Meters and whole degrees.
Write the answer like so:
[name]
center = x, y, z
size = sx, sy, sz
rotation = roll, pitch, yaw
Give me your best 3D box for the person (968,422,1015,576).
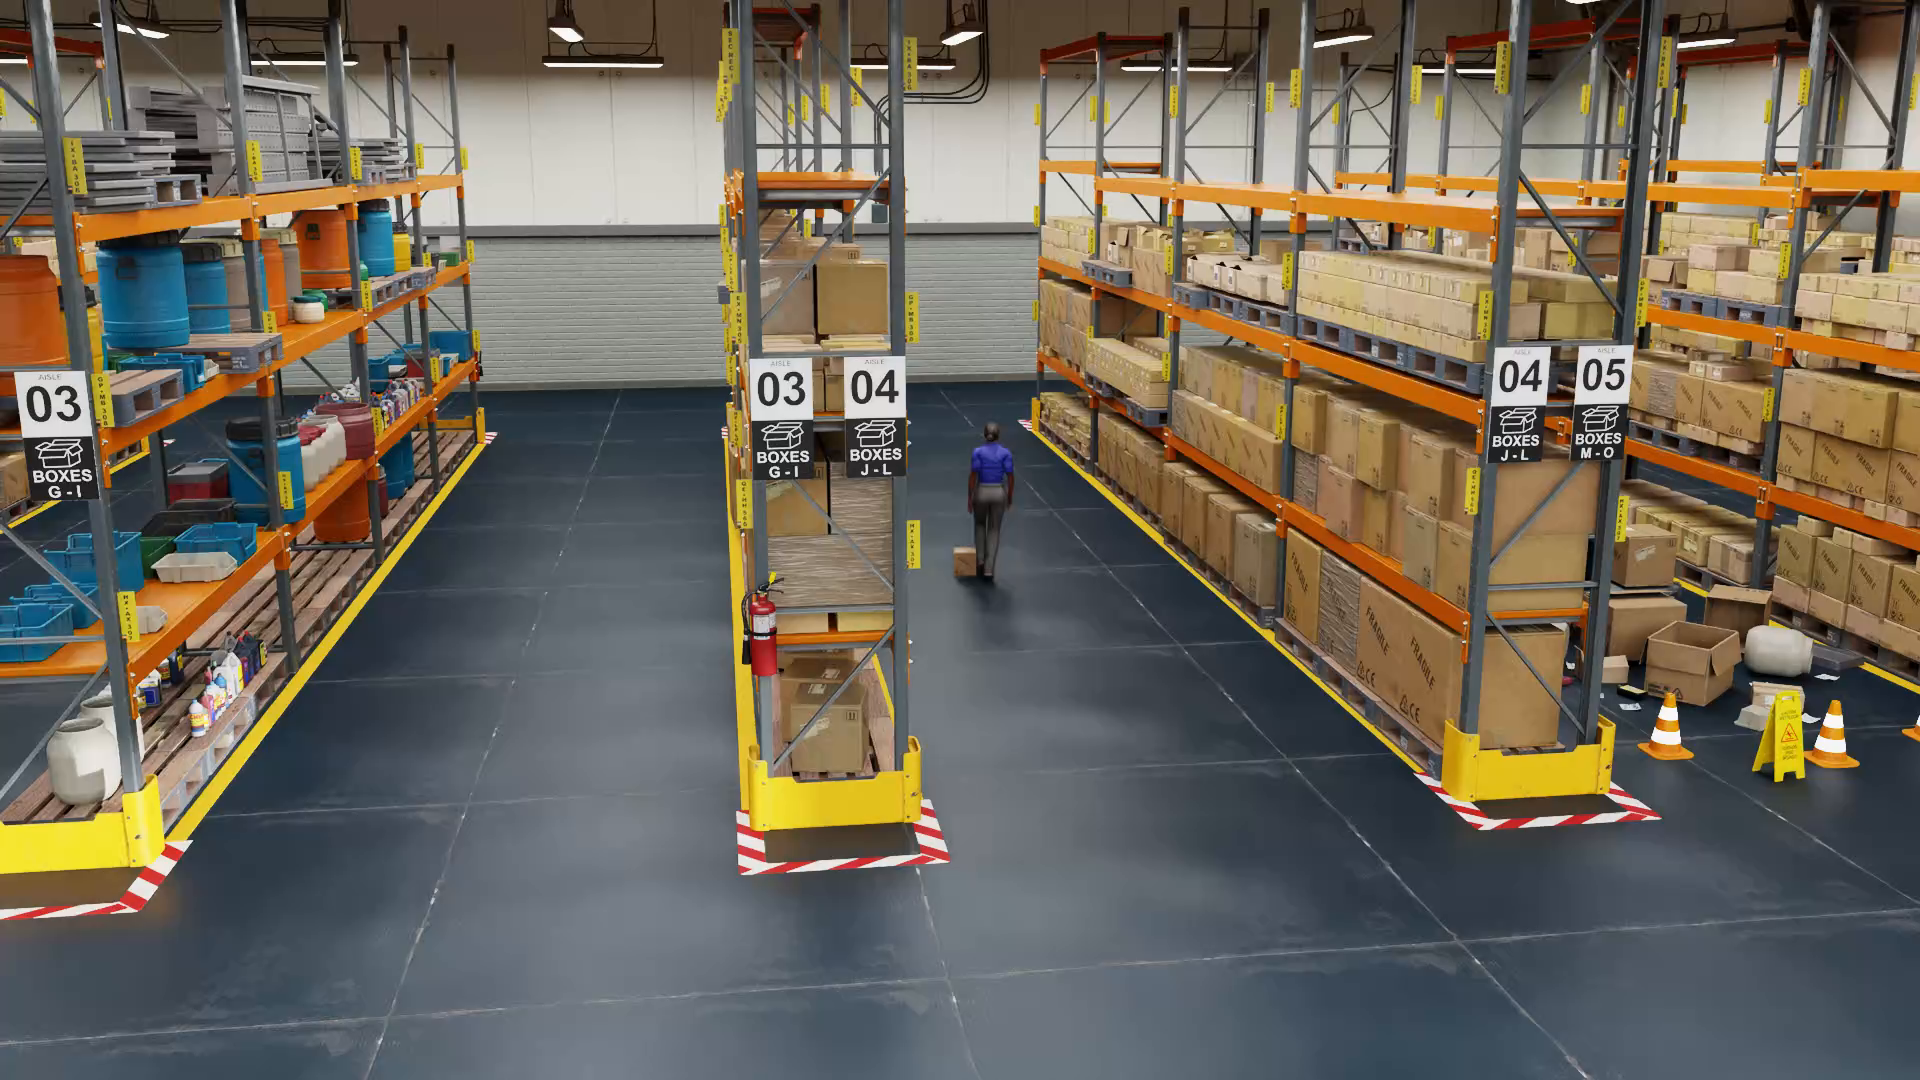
[person]
center = 0.334, -0.415, 17.831
size = 0.499, 1.706, 0.609
rotation = 0, 13, 1
